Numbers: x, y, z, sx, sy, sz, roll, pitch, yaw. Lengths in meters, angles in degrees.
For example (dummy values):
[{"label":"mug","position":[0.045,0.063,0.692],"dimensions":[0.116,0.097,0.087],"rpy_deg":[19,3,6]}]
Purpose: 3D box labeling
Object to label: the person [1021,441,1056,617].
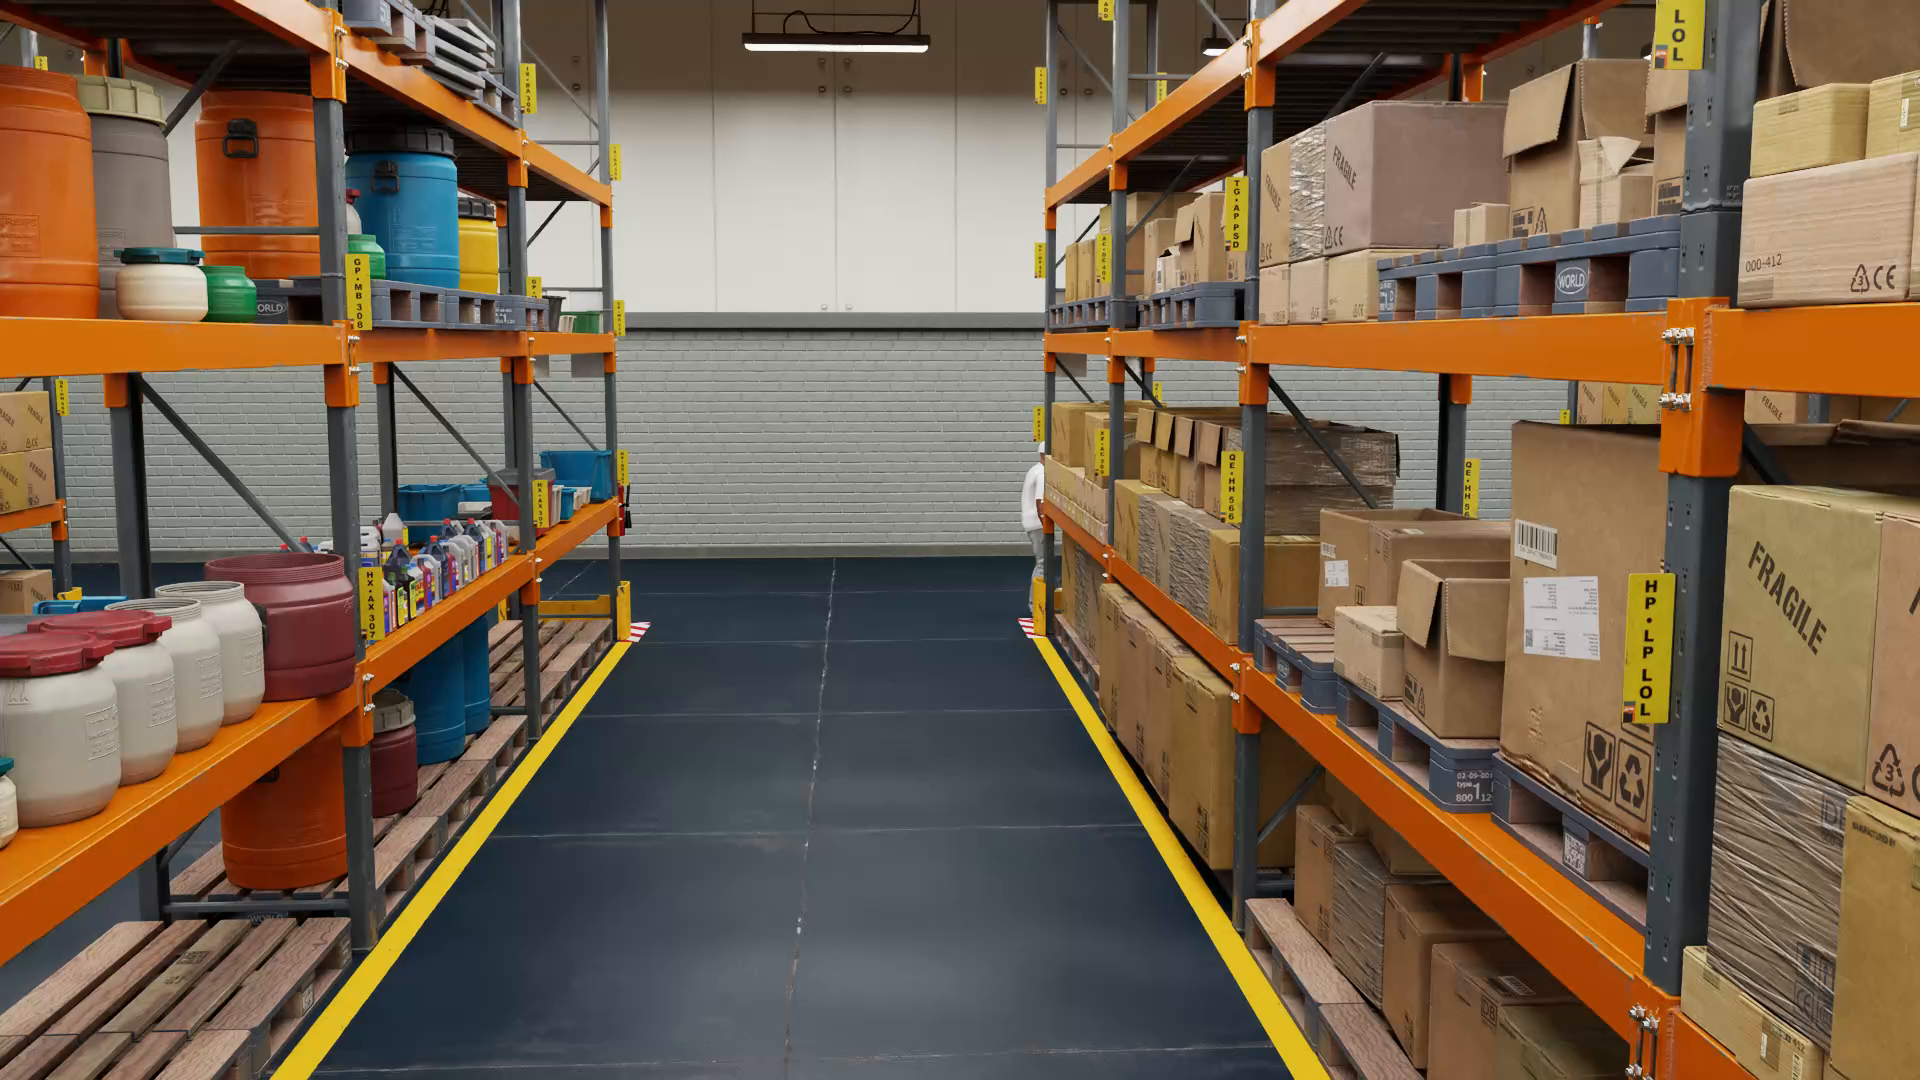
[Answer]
[{"label":"person","position":[0.844,-0.124,16.704],"dimensions":[0.454,1.761,0.635],"rpy_deg":[0,7,-1]}]
